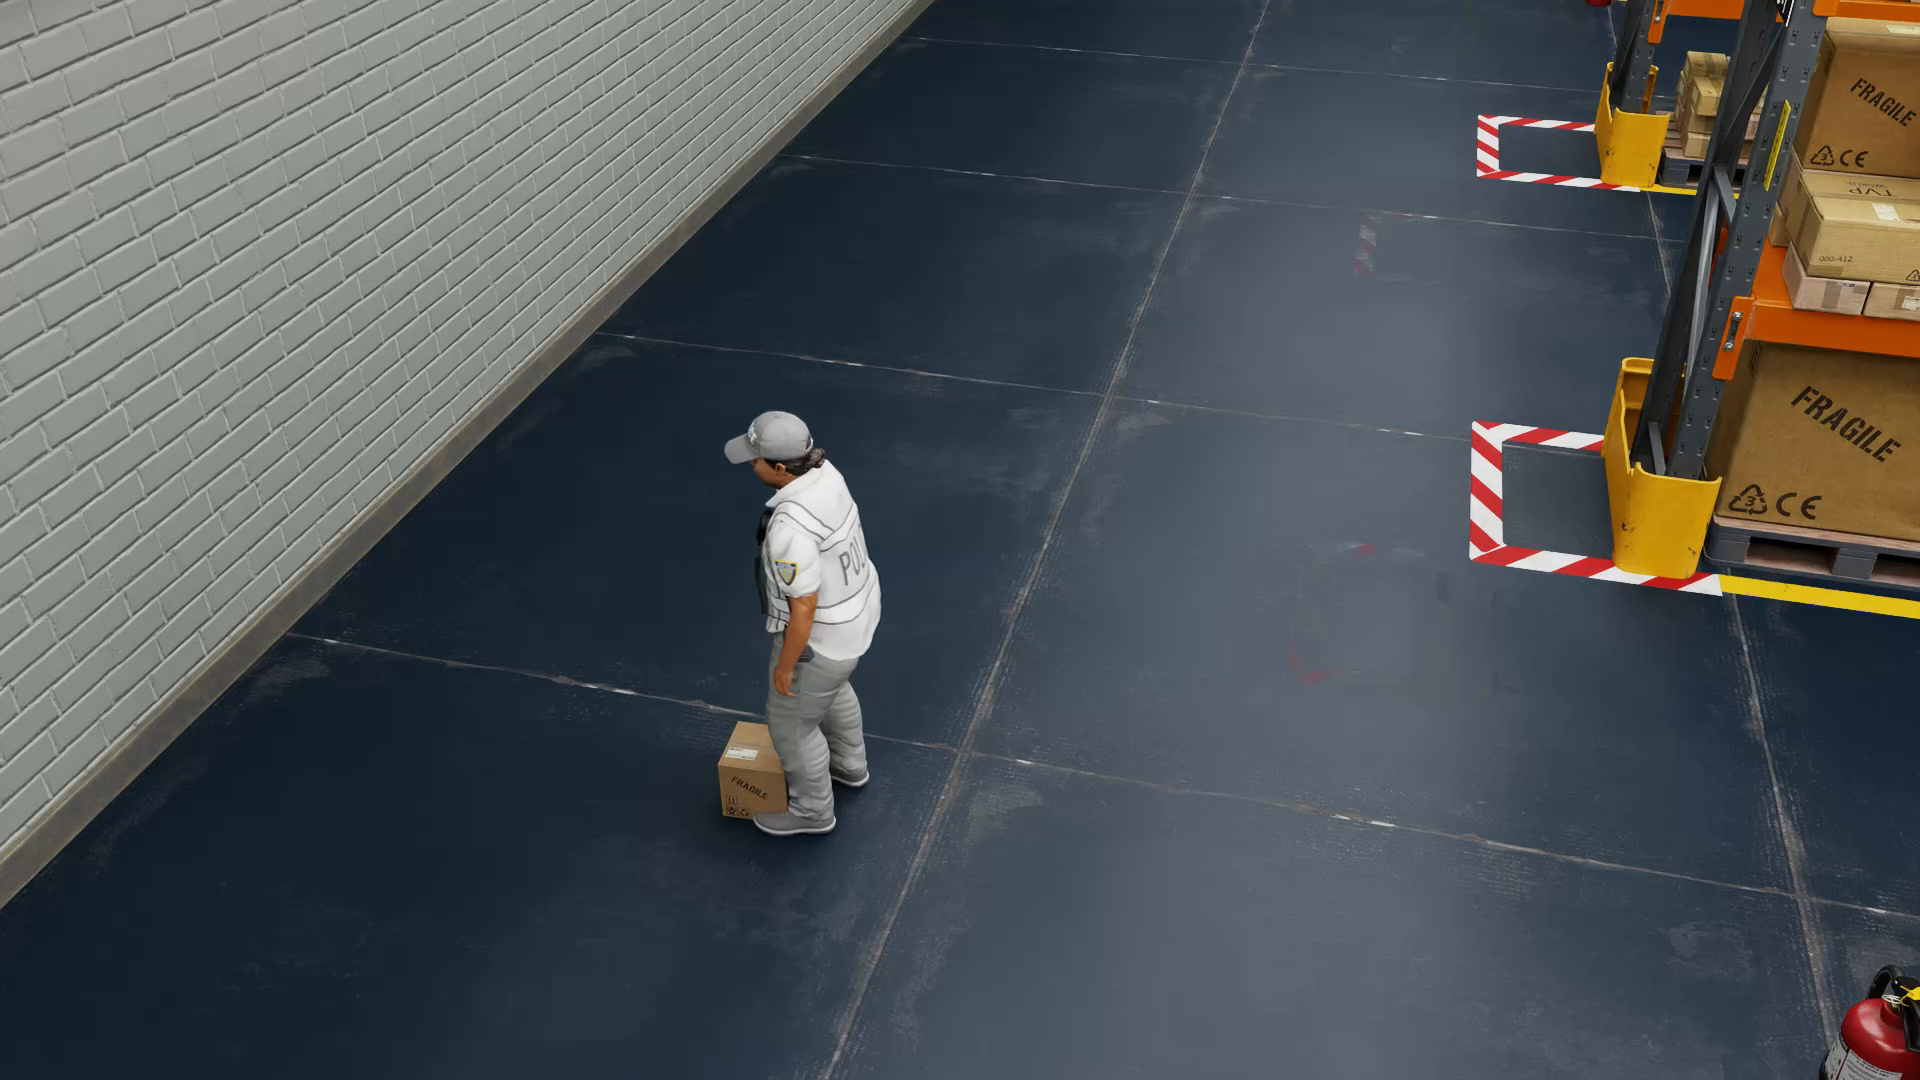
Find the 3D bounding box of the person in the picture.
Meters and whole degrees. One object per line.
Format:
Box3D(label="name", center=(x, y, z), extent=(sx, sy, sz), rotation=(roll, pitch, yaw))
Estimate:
Box3D(label="person", center=(-0.514, 0.291, 5.684), extent=(0.463, 1.667, 0.563), rotation=(7, 34, 10))
